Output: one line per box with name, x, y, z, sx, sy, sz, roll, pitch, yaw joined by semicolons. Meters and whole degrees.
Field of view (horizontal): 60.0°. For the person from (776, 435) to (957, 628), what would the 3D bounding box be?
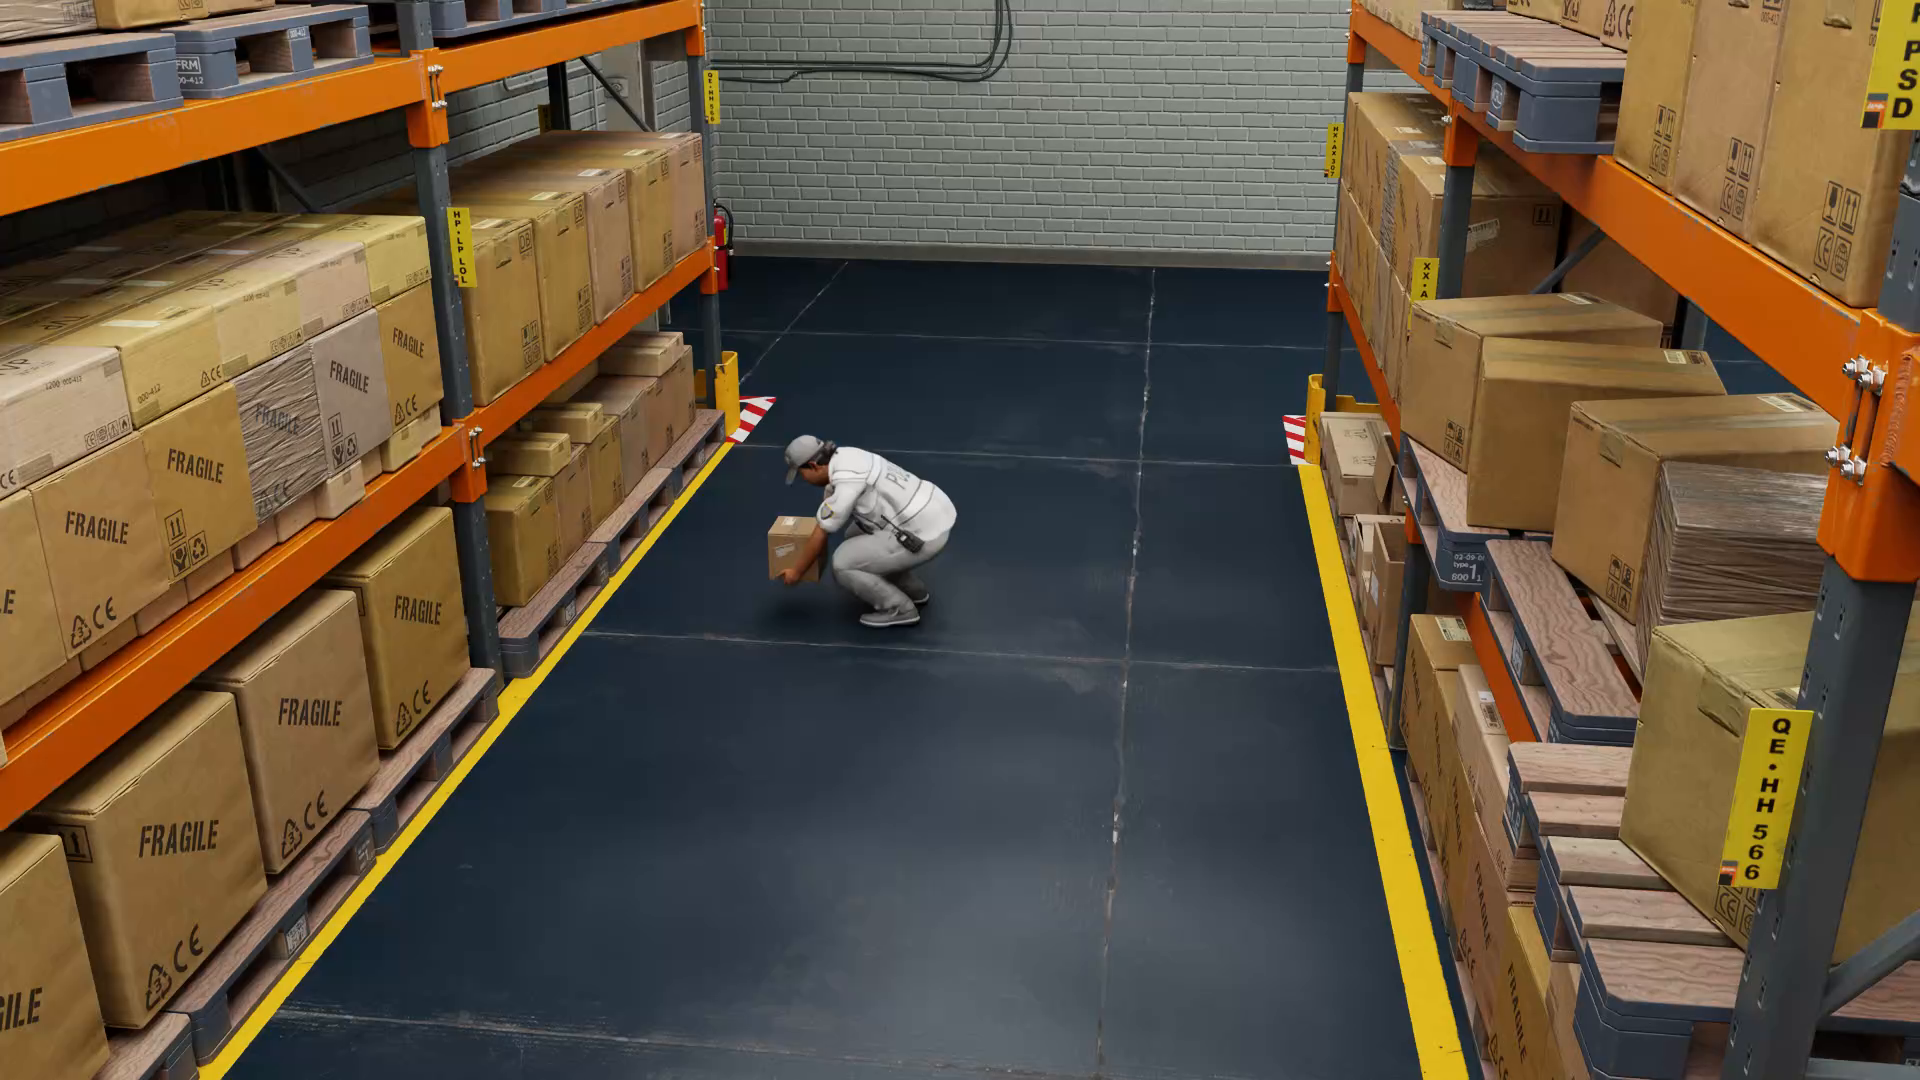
person;-0.464;-0.070;8.271;0.883;0.947;0.509;2;21;5
